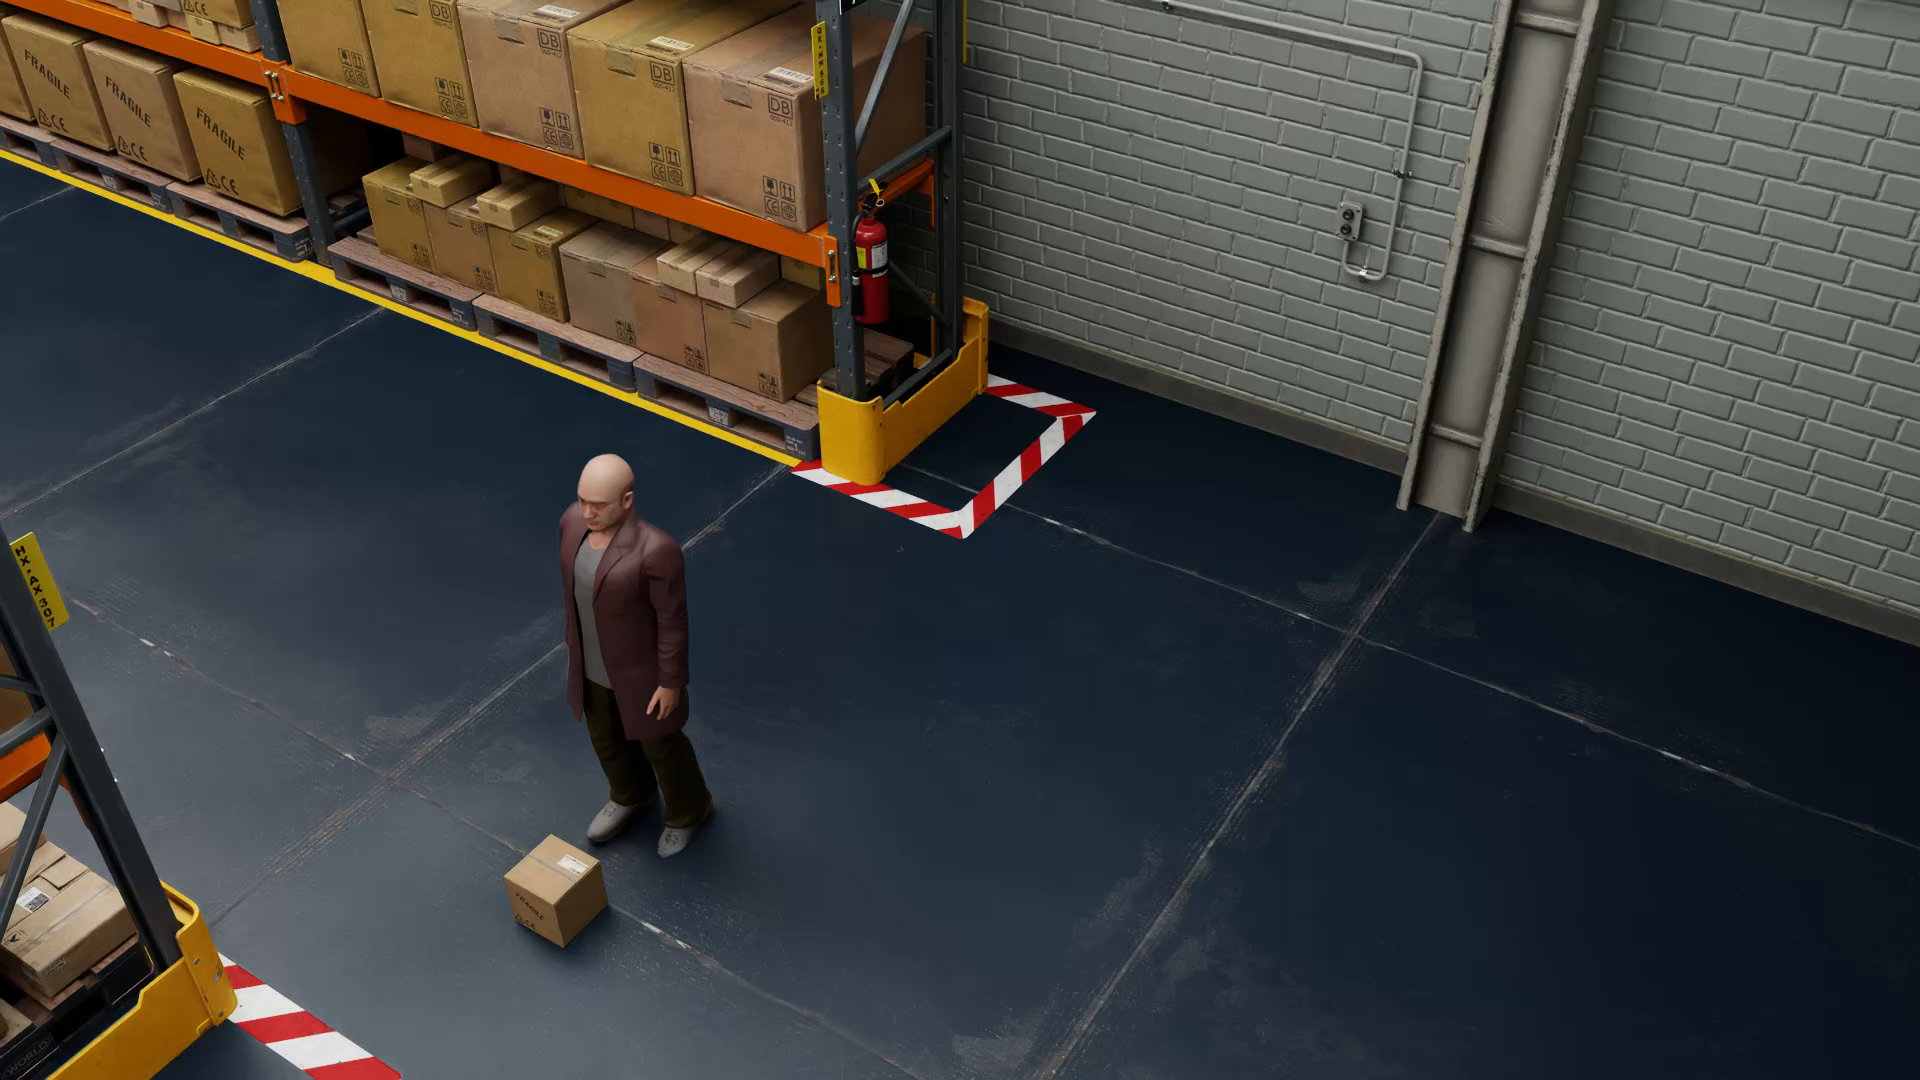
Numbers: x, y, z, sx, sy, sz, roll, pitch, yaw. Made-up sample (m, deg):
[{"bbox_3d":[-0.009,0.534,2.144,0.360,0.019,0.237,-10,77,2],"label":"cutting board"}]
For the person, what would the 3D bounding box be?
[{"bbox_3d":[-1.223,0.469,6.139,0.564,1.835,0.443,22,43,26],"label":"person"}]
